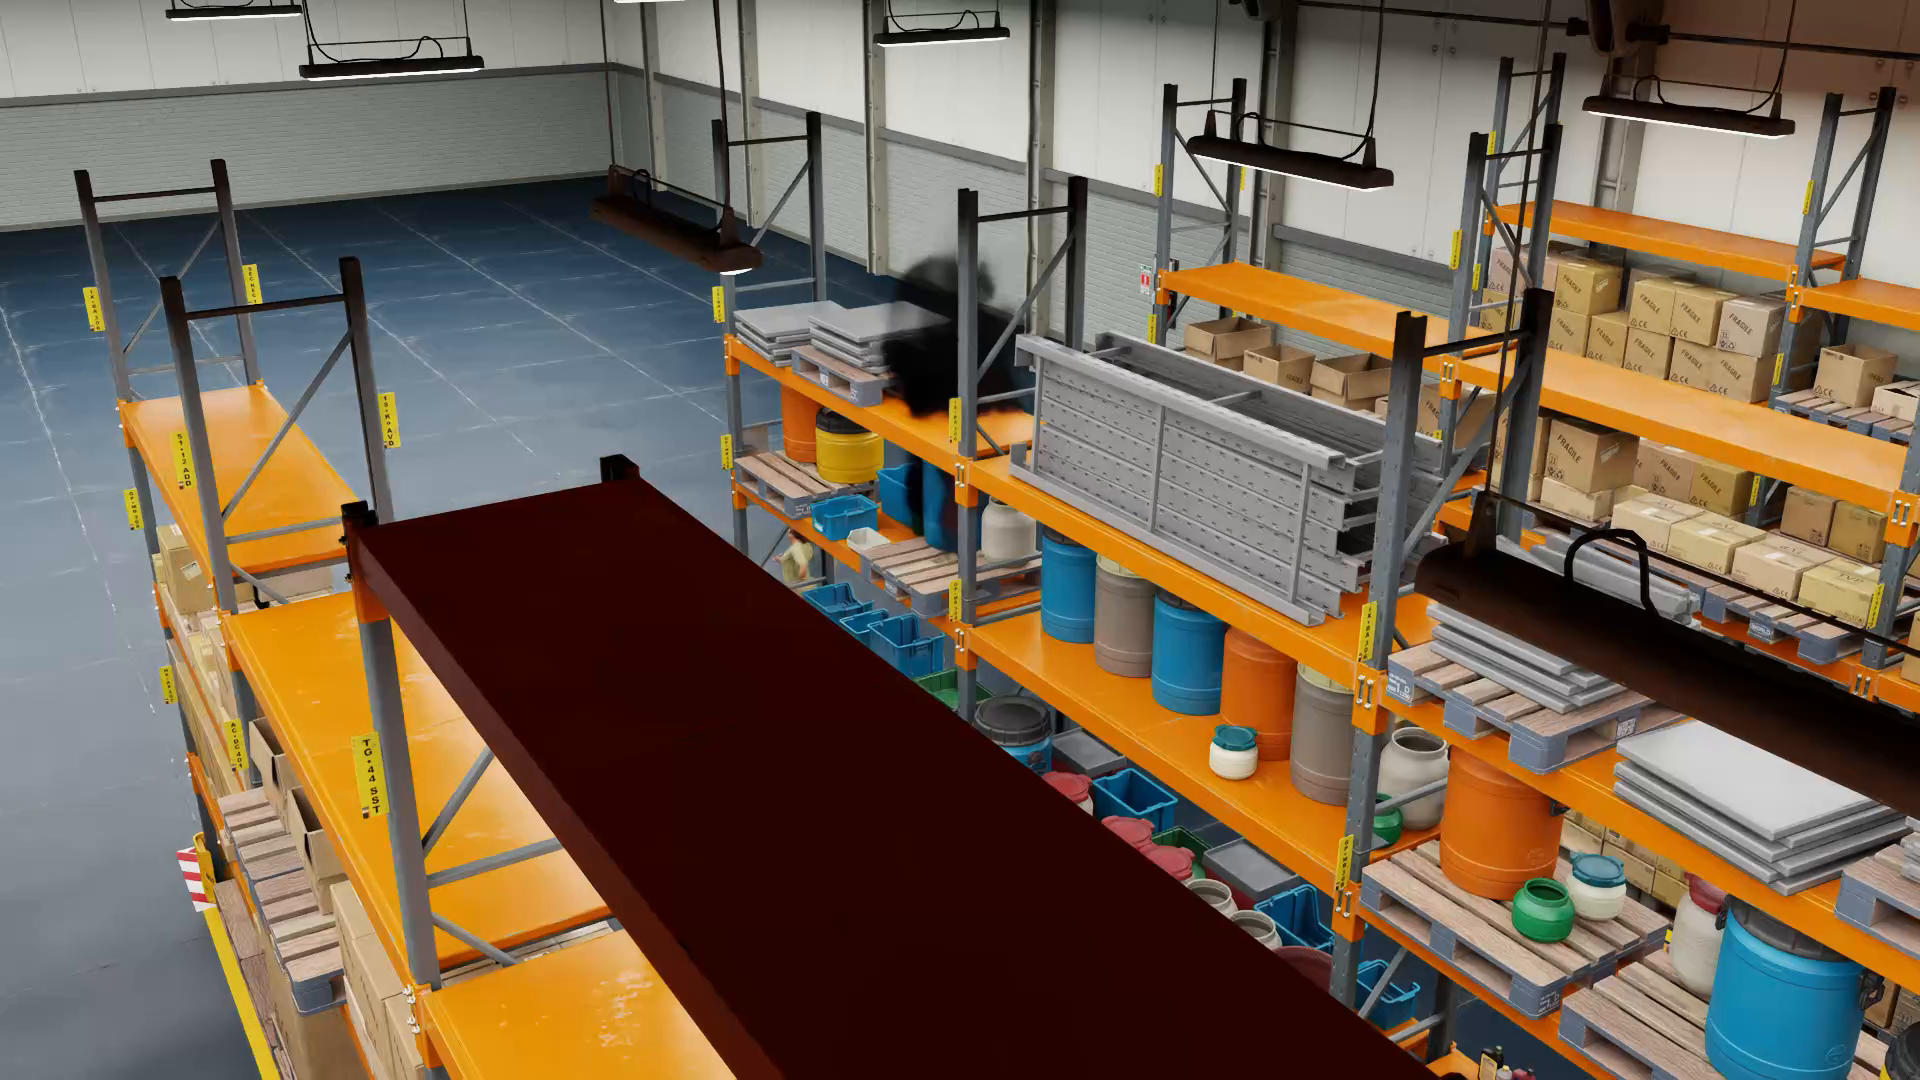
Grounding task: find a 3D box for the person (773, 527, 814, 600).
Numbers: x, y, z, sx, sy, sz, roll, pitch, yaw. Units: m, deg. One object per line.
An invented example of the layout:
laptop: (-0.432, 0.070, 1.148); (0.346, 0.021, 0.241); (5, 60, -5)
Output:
person: (-1.720, 0.576, 17.743); (0.645, 1.722, 0.574); (9, 23, 20)
